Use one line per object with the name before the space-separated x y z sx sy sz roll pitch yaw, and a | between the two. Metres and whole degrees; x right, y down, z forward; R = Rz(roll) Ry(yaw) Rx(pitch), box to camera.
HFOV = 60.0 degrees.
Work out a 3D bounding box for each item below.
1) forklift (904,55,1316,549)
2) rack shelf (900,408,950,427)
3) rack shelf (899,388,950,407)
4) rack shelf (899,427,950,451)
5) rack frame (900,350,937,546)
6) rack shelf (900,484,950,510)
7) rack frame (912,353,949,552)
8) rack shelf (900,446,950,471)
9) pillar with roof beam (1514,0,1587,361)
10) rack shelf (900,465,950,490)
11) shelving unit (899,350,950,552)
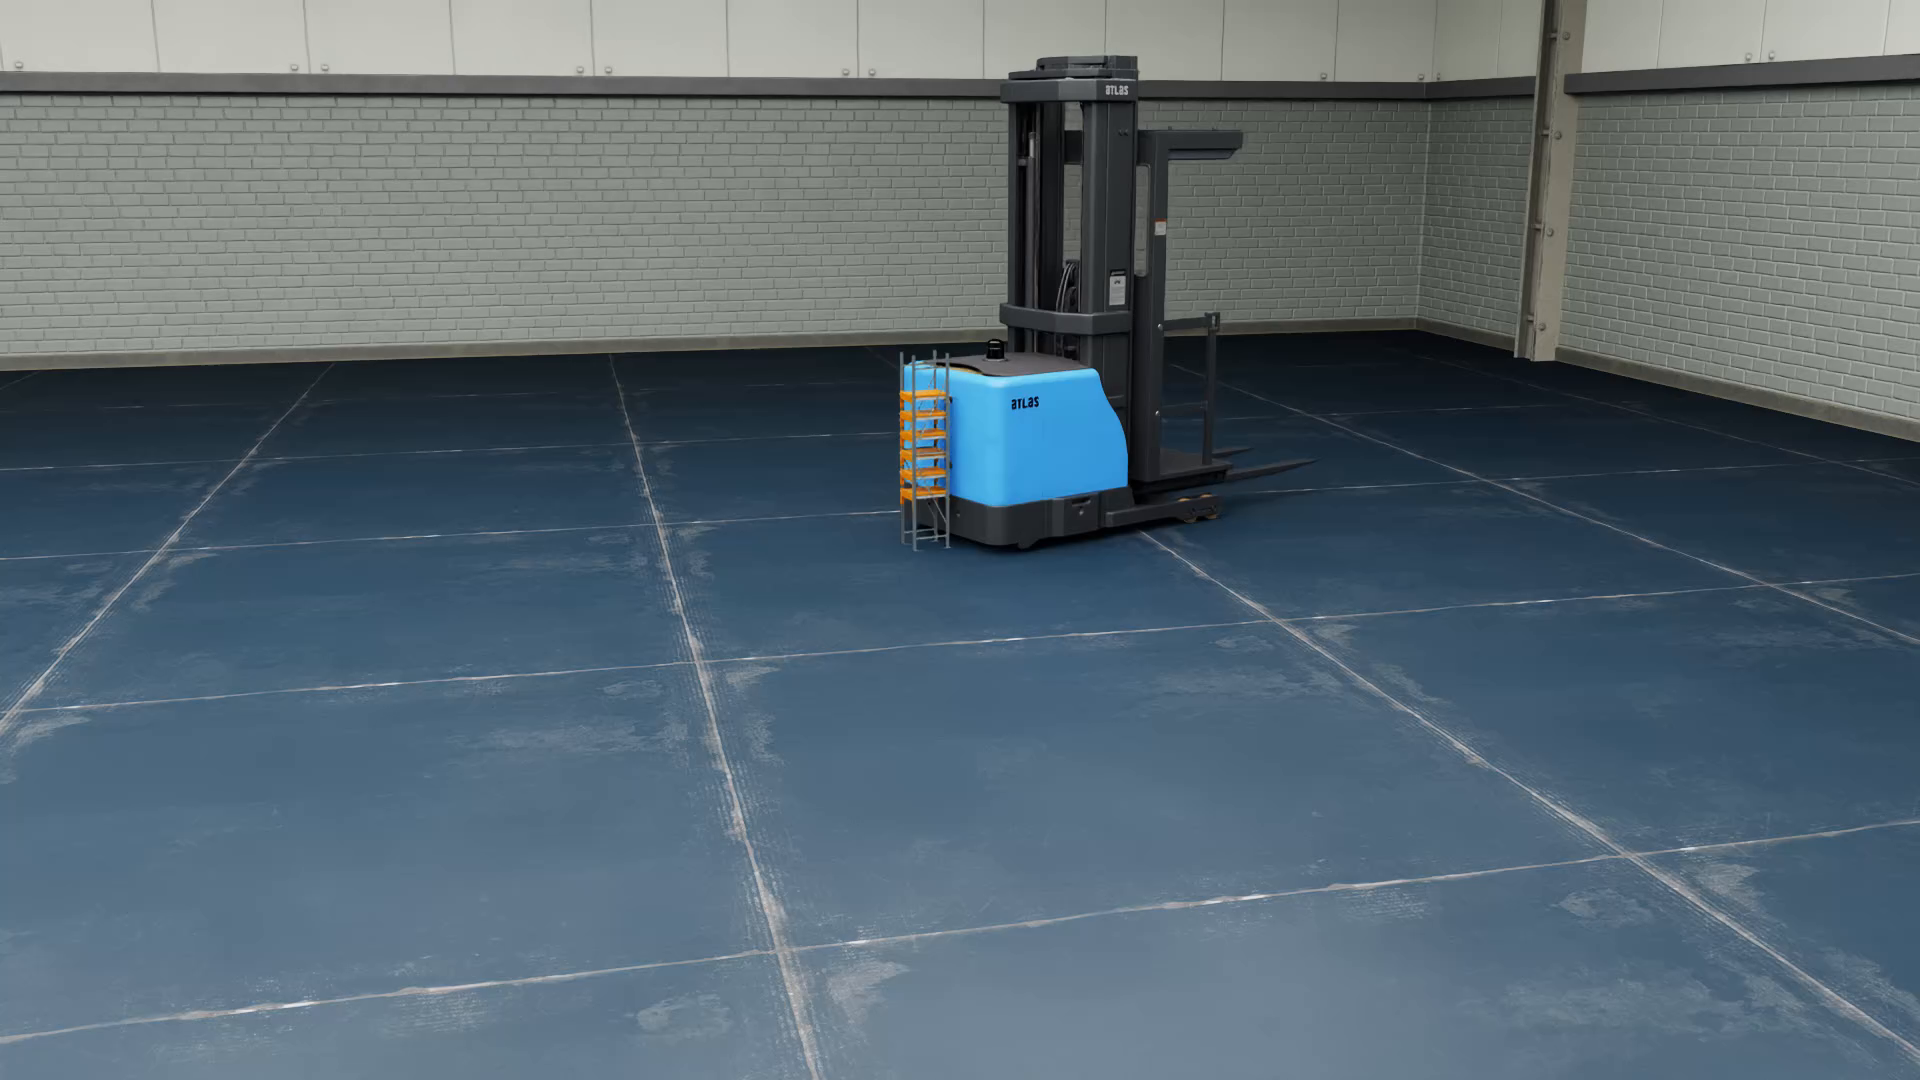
forklift | 1.117 -1.623 10.895 3.031 2.935 1.130 -10 17 -35
rack shelf | -0.214 -0.730 10.062 0.258 0.103 0.180 -6 15 -24
rack shelf | -0.214 -0.846 10.034 0.258 0.103 0.180 -6 15 -24
rack shelf | -0.214 -0.613 10.090 0.258 0.103 0.180 -6 15 -24
rack frame | -0.252 -0.560 10.189 0.240 1.200 0.006 -6 15 -24
rack shelf | -0.214 -0.263 10.176 0.258 0.103 0.180 -6 15 -24
rack frame | -0.175 -0.520 10.028 0.240 1.200 0.006 -6 15 -24
rack shelf | -0.214 -0.497 10.119 0.258 0.103 0.180 -6 15 -24
pillar with roof beam | 2.332 -6.186 16.787 9.100 9.000 0.400 -3 14 -13
rack shelf | -0.214 -0.380 10.147 0.258 0.103 0.180 -6 15 -24
shelving unit | -0.214 -0.540 10.108 0.258 1.200 0.189 -6 15 -24
